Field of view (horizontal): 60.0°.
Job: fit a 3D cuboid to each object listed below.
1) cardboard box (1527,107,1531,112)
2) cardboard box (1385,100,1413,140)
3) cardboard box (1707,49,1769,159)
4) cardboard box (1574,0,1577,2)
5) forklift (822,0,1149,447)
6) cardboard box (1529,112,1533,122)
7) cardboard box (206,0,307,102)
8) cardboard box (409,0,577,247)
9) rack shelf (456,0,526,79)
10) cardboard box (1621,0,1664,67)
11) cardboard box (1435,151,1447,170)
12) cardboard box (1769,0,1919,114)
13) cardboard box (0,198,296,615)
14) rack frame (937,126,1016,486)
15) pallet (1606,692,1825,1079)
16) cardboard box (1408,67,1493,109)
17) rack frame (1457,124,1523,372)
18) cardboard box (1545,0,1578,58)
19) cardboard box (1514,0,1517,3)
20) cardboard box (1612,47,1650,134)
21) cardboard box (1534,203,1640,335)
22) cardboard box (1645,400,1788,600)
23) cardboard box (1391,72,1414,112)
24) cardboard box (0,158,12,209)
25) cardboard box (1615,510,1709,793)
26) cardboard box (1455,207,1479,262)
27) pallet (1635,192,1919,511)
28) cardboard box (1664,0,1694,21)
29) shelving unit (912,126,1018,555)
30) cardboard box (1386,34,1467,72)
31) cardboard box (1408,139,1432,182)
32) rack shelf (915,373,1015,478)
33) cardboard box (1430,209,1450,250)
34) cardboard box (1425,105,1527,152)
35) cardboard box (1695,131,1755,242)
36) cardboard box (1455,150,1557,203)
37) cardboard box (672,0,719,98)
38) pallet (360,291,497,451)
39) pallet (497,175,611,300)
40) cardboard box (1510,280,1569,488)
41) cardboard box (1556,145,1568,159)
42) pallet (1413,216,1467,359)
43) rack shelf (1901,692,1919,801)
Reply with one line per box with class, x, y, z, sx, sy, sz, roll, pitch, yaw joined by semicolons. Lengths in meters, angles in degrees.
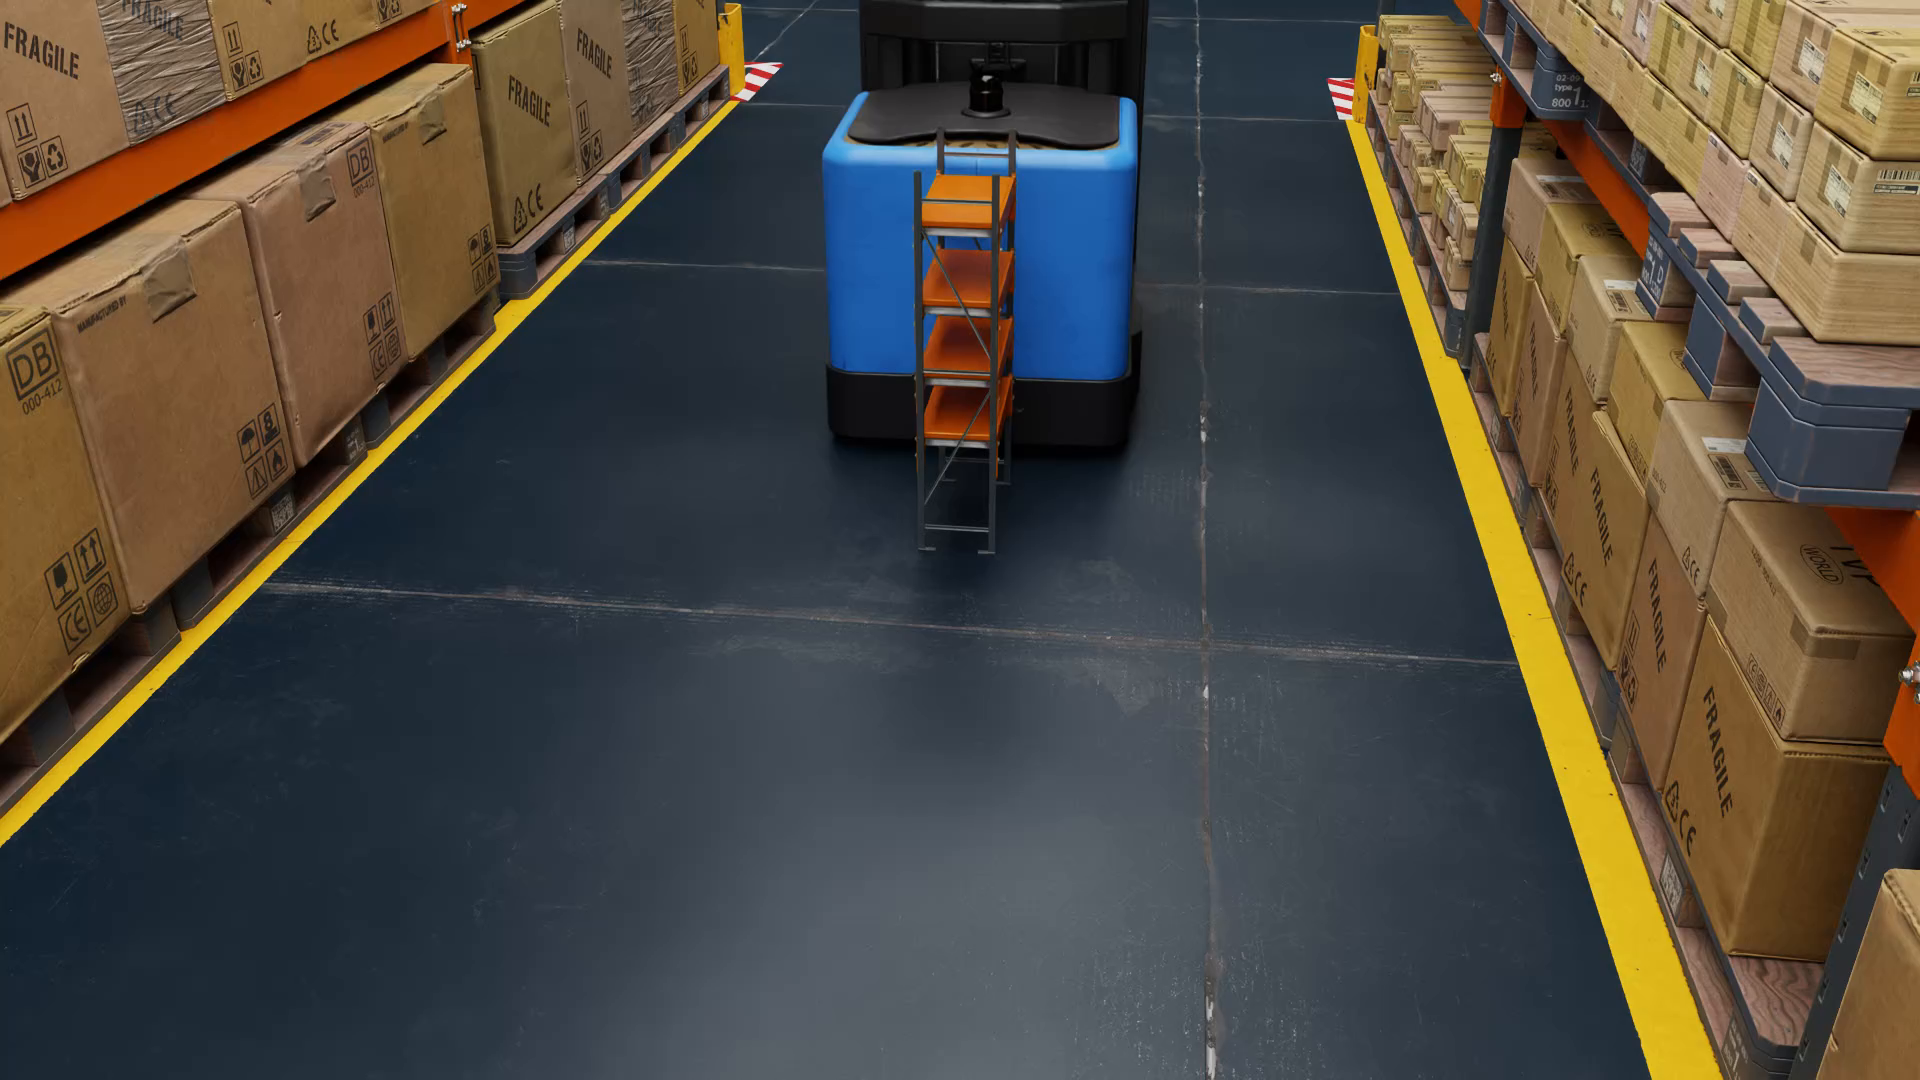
cardboard box;2.921;-2.176;8.062;0.380;0.149;0.250;2;28;4
cardboard box;2.446;-2.200;8.735;0.380;0.149;0.250;4;29;7
cardboard box;1.631;-0.806;3.092;0.380;0.149;0.250;4;29;7
cardboard box;1.824;-1.528;4.433;0.380;0.149;0.250;4;29;8
forklift;0.187;-2.279;6.390;1.130;2.935;3.031;2;28;5
cardboard box;2.998;-2.045;8.132;0.380;0.149;0.250;5;29;9
cardboard box;-2.369;-1.640;5.026;0.500;0.500;0.500;3;28;6
cardboard box;-2.298;-1.866;7.349;0.875;0.875;0.875;3;28;6
rack shelf;-2.213;-2.935;8.295;1.077;0.370;4.000;3;28;6
cardboard box;1.727;-1.164;3.756;0.380;0.149;0.250;4;29;7
cardboard box;2.351;-1.691;7.476;0.380;0.149;0.250;4;29;7
cardboard box;1.600;-0.804;2.774;0.380;0.149;0.250;3;28;6
cardboard box;-2.726;-0.420;4.665;1.225;0.875;0.875;3;29;6
rack frame;0.050;-0.721;5.323;0.240;1.200;0.015;3;28;6
pallet;2.059;0.768;3.602;1.003;0.211;1.213;3;28;6
cardboard box;2.399;-2.202;8.110;0.380;0.149;0.250;4;29;7
rack frame;2.452;-1.975;5.753;1.000;3.000;0.127;3;28;6
cardboard box;1.822;-1.404;4.516;0.380;0.149;0.250;2;28;4
cardboard box;1.919;-1.760;5.176;0.380;0.149;0.250;4;29;7
cardboard box;1.729;-1.029;3.819;0.380;0.149;0.250;4;29;8
cardboard box;2.037;-0.806;4.986;0.500;0.250;0.500;4;29;8
cardboard box;1.837;-0.082;3.642;0.500;0.250;0.500;4;29;7
cardboard box;2.452;-2.326;8.655;0.380;0.149;0.250;4;29;8
cardboard box;-2.558;-0.928;3.704;0.500;0.500;0.500;3;28;5
cardboard box;1.851;0.254;3.808;0.500;0.500;0.500;4;29;8
cardboard box;2.175;-1.202;6.569;0.380;0.149;0.250;4;29;7
pallet;1.944;-0.349;2.938;1.213;0.211;1.003;3;28;6
cardboard box;1.697;-1.166;3.447;0.380;0.149;0.250;3;28;6
shelving unit;0.020;-0.606;5.110;0.258;1.200;0.503;3;28;6
cardboard box;2.468;-2.575;8.802;0.380;0.149;0.250;3;28;6
cardboard box;2.384;-1.831;8.048;0.380;0.149;0.250;3;28;6
rack shelf;0.020;-0.372;5.236;0.258;0.148;0.480;3;28;6
cardboard box;2.245;-1.355;7.165;0.380;0.149;0.250;2;28;5
cardboard box;2.303;-1.840;7.438;0.380;0.149;0.250;2;28;4
cardboard box;1.630;-0.663;3.140;0.380;0.149;0.250;4;29;7
cardboard box;2.229;-1.472;6.755;0.380;0.149;0.250;4;29;7
cardboard box;-1.967;-3.137;9.708;0.875;0.875;0.875;3;28;6
pallet;-2.478;-0.716;6.356;1.003;0.211;1.213;3;28;6
pallet;-2.287;-1.437;7.694;1.003;0.211;1.213;3;28;6
cardboard box;2.035;-0.478;5.167;0.500;0.500;0.500;5;29;8
cardboard box;2.784;-1.689;7.158;0.380;0.149;0.250;3;28;5
pallet;2.499;-1.066;7.005;1.003;0.211;1.213;3;28;6
rack shelf;1.717;1.166;0.681;1.077;0.370;4.000;3;28;6
